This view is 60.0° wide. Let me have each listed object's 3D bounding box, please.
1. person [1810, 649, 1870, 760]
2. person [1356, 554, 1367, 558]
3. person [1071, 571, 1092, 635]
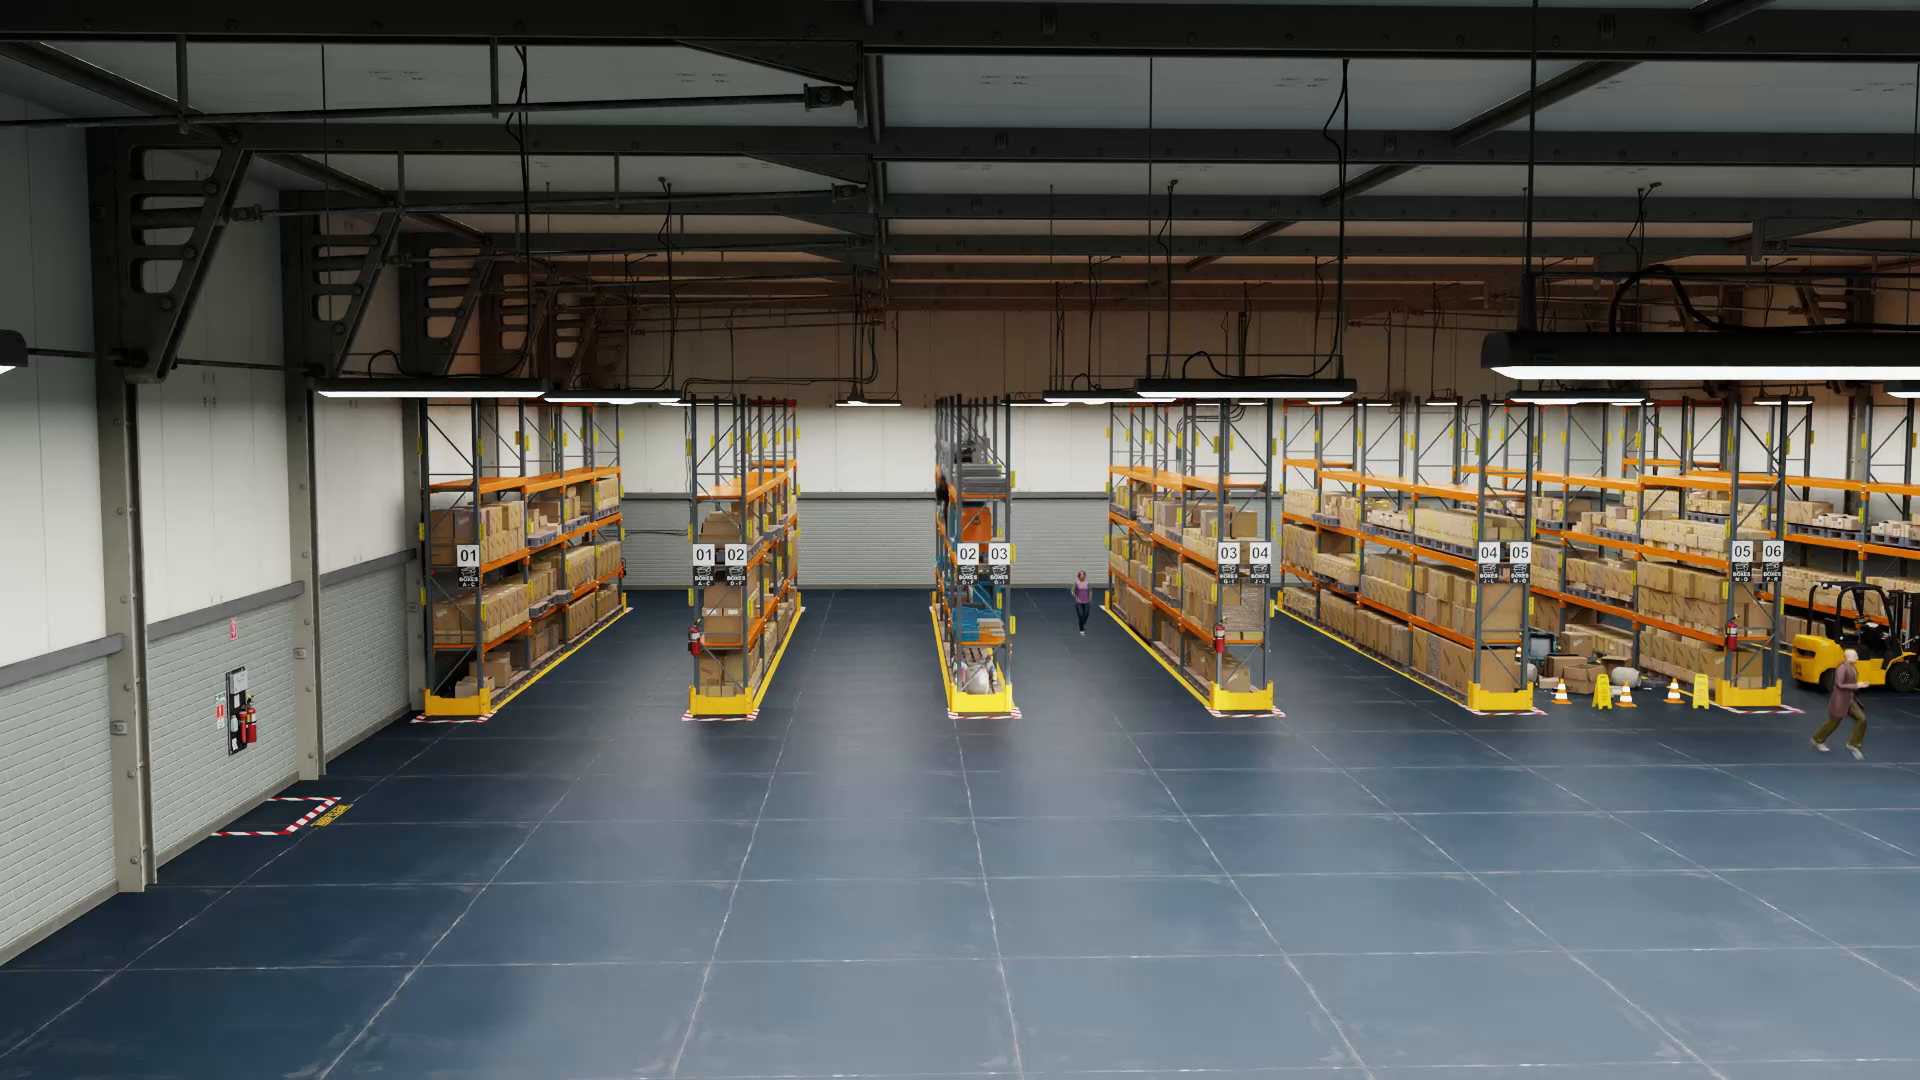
[{"bbox_3d":[14.520,2.690,27.425,0.746,1.828,0.935,-4,6,-39],"label":"person"},{"bbox_3d":[11.406,1.108,47.418,0.689,1.815,0.940,-2,5,-23],"label":"person"},{"bbox_3d":[2.938,1.523,40.068,0.541,1.542,0.487,-1,5,-7],"label":"person"}]
